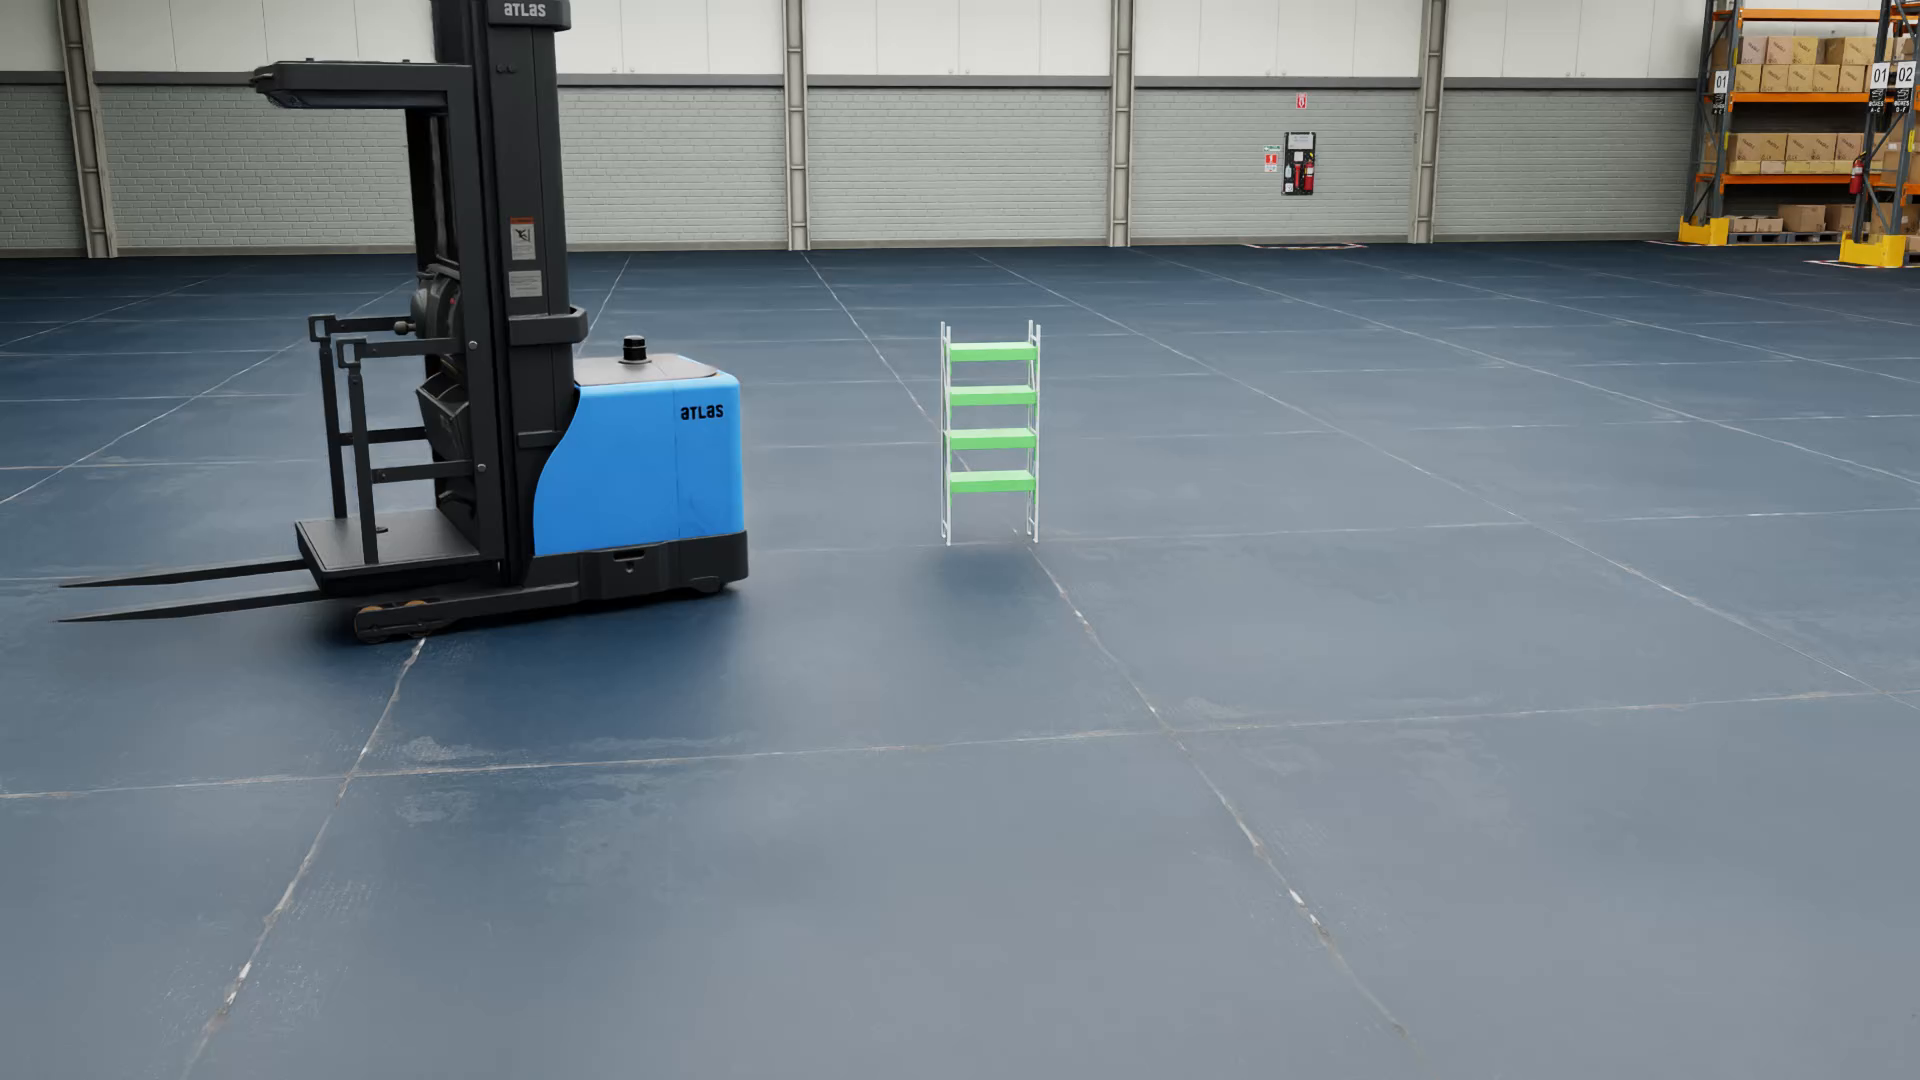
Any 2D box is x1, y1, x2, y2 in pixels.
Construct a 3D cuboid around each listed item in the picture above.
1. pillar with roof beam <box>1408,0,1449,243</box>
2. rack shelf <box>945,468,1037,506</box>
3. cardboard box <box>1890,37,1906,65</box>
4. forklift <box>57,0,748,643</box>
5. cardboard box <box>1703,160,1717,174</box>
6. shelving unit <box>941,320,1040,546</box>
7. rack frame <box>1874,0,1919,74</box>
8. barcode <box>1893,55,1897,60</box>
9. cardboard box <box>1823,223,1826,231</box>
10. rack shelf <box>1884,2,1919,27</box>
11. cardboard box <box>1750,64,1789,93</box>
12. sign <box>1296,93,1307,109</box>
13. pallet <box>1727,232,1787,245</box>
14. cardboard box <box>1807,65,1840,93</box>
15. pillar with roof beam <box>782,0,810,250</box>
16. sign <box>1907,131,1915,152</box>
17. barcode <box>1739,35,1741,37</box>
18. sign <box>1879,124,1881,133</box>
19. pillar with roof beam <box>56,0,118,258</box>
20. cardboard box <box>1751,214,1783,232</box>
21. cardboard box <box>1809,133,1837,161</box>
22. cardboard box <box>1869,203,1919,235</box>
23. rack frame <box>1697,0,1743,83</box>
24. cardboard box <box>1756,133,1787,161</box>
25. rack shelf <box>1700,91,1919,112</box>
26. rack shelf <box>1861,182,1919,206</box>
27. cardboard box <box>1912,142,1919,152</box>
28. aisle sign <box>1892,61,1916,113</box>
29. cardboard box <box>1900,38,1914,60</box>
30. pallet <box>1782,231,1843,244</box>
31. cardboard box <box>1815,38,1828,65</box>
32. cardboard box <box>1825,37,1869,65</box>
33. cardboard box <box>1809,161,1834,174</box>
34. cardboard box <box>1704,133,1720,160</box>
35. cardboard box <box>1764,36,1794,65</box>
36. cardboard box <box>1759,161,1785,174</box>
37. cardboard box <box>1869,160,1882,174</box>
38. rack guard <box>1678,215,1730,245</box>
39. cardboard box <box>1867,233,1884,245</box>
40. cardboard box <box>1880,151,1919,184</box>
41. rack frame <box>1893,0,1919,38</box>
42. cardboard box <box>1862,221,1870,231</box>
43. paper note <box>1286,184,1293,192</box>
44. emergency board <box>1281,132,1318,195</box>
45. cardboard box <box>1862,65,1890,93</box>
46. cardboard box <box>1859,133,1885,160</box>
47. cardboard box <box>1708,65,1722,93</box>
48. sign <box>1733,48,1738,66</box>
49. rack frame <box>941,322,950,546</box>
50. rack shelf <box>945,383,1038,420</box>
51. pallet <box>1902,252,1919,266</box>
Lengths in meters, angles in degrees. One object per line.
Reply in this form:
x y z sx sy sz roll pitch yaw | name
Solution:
9.556 -9.091 27.009 0.400 9.000 9.100 -2 14 -8 | pillar with roof beam
0.164 -0.293 9.212 0.480 0.148 0.258 -2 14 -8 | rack shelf
17.785 -9.260 31.549 0.500 0.500 0.500 -3 14 -13 | cardboard box
-2.600 -1.106 7.647 3.031 2.935 1.130 -7 16 -26 | forklift
14.718 -7.201 32.074 0.500 0.250 0.500 -2 14 -7 | cardboard box
0.164 -0.588 9.138 0.503 1.200 0.258 -2 14 -8 | shelving unit
15.026 -8.919 26.324 0.127 3.000 1.000 -2 14 -8 | rack frame
15.253 -7.872 27.124 0.075 0.075 0.001 -2 14 -8 | barcode
16.655 -6.123 32.464 0.250 0.149 0.380 -3 14 -13 | cardboard box
17.004 -8.448 26.749 4.000 0.370 1.077 -2 14 -8 | rack shelf
15.189 -8.676 31.277 0.500 0.500 0.500 -1 14 -5 | cardboard box
6.442 -8.284 31.360 0.199 0.298 0.001 -2 14 -8 | sign
15.168 -5.871 32.238 1.213 0.211 1.003 -2 14 -8 | pallet
16.228 -8.720 31.453 0.500 0.500 0.500 -1 14 -5 | cardboard box
-2.310 -8.656 25.275 0.400 9.000 9.100 -2 14 -8 | pillar with roof beam
15.103 -6.333 26.405 0.005 0.325 0.100 -2 14 -8 | sign
14.912 -9.626 31.815 0.075 0.075 0.001 -2 14 -8 | barcode
18.153 -8.040 32.773 0.005 0.325 0.100 -2 14 -8 | sign
-14.176 -8.221 23.541 0.400 9.000 9.100 -2 14 -8 | pillar with roof beam
15.546 -6.133 32.174 0.500 0.311 0.500 -1 14 -4 | cardboard box
16.312 -7.500 31.726 0.500 0.500 0.500 -2 14 -7 | cardboard box
15.512 -5.333 27.609 0.500 0.500 0.500 -2 14 -8 | cardboard box
14.284 -10.110 31.074 0.127 3.000 1.000 -2 14 -8 | rack frame
15.291 -7.461 31.571 0.500 0.500 0.500 -2 14 -8 | cardboard box
16.262 -8.379 31.816 4.000 0.370 1.077 -2 14 -8 | rack shelf
17.004 -5.732 27.430 4.000 0.370 1.077 -2 14 -8 | rack shelf
15.446 -6.334 26.813 0.250 0.149 0.380 -2 14 -9 | cardboard box
15.007 -7.194 26.434 0.004 0.787 0.394 -2 14 -8 | aisle sign
15.595 -7.805 26.687 0.637 0.503 0.797 -1 14 -4 | cardboard box
16.372 -5.915 32.411 1.213 0.211 1.003 -2 14 -8 | pallet
16.199 -9.328 31.821 0.500 0.500 0.500 -2 14 -8 | cardboard box
16.729 -9.216 31.374 0.500 0.500 0.500 -3 14 -10 | cardboard box
16.330 -7.135 31.814 0.500 0.250 0.500 -2 14 -8 | cardboard box
14.719 -7.569 32.001 0.500 0.500 0.500 -2 14 -9 | cardboard box
15.205 -9.160 31.150 0.500 0.500 0.500 -2 14 -9 | cardboard box
15.326 -7.101 31.675 0.500 0.250 0.500 -3 14 -10 | cardboard box
17.323 -7.176 31.975 0.500 0.250 0.500 -2 14 -8 | cardboard box
14.359 -5.990 32.119 0.348 0.500 1.175 -2 14 -8 | rack guard
15.512 -4.969 27.698 0.500 0.250 0.500 -2 14 -8 | cardboard box
15.490 -6.071 27.097 0.500 0.500 0.700 -2 14 -8 | cardboard box
18.240 -10.255 31.652 0.127 3.000 1.000 -2 14 -8 | rack frame
17.715 -6.158 32.567 0.250 0.166 0.380 -4 15 -16 | cardboard box
6.280 -6.719 31.695 0.142 0.148 0.016 -2 14 -8 | paper note
6.465 -7.136 31.548 0.643 1.169 0.194 -2 14 -8 | emergency board
17.275 -8.765 31.632 0.500 0.500 0.500 -3 14 -13 | cardboard box
17.326 -7.535 31.864 0.500 0.500 0.500 -2 14 -9 | cardboard box
14.659 -8.789 31.728 0.500 0.500 0.500 -1 14 -4 | cardboard box
14.365 -8.949 30.813 0.005 0.325 0.100 -2 14 -8 | sign
-0.078 -0.579 9.103 0.015 1.200 0.240 -2 14 -8 | rack frame
0.164 -0.759 9.096 0.480 0.148 0.258 -2 14 -8 | rack shelf
15.776 -4.694 27.543 1.213 0.211 1.003 -2 14 -8 | pallet
